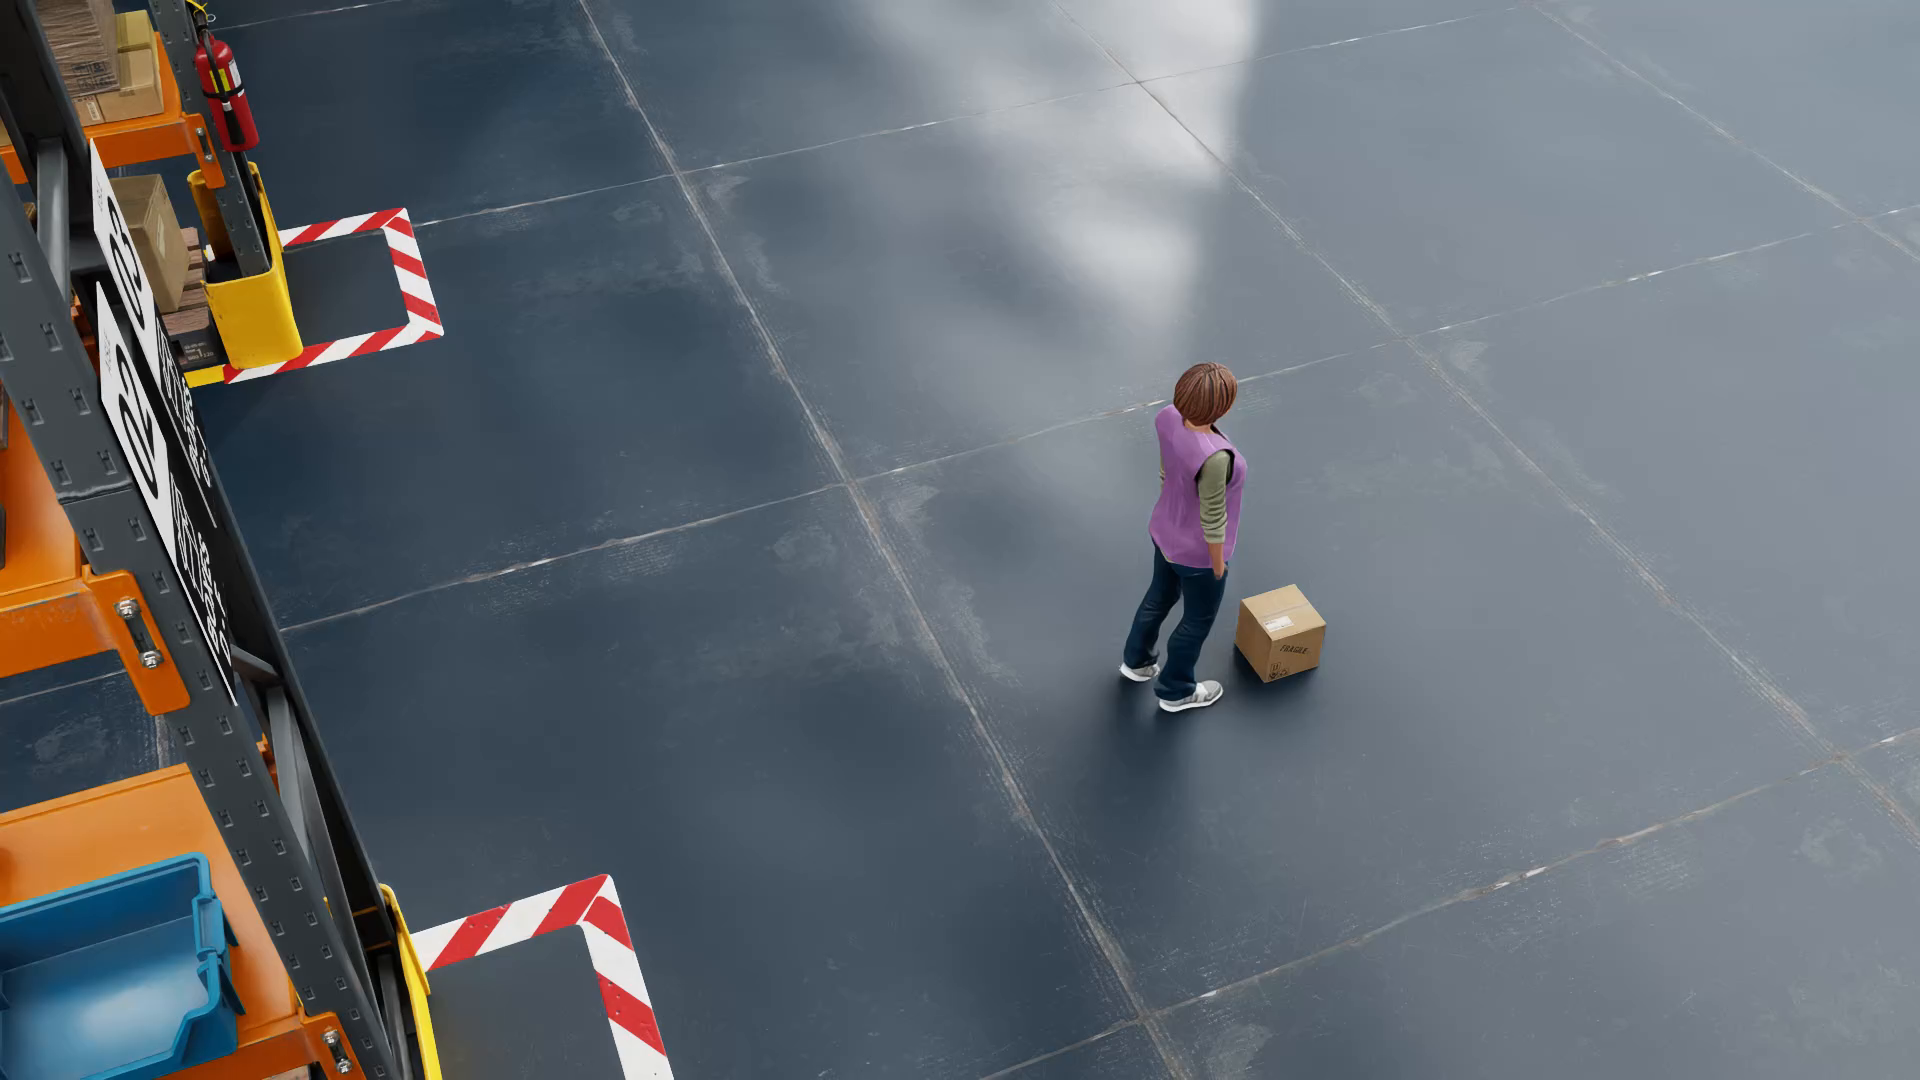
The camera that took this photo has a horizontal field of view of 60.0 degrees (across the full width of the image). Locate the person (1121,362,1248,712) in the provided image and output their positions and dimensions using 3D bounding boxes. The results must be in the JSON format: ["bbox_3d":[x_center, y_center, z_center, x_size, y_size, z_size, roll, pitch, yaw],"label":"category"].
[{"bbox_3d":[0.848,0.022,6.188,0.352,1.657,0.410,-15,44,-16],"label":"person"}]
